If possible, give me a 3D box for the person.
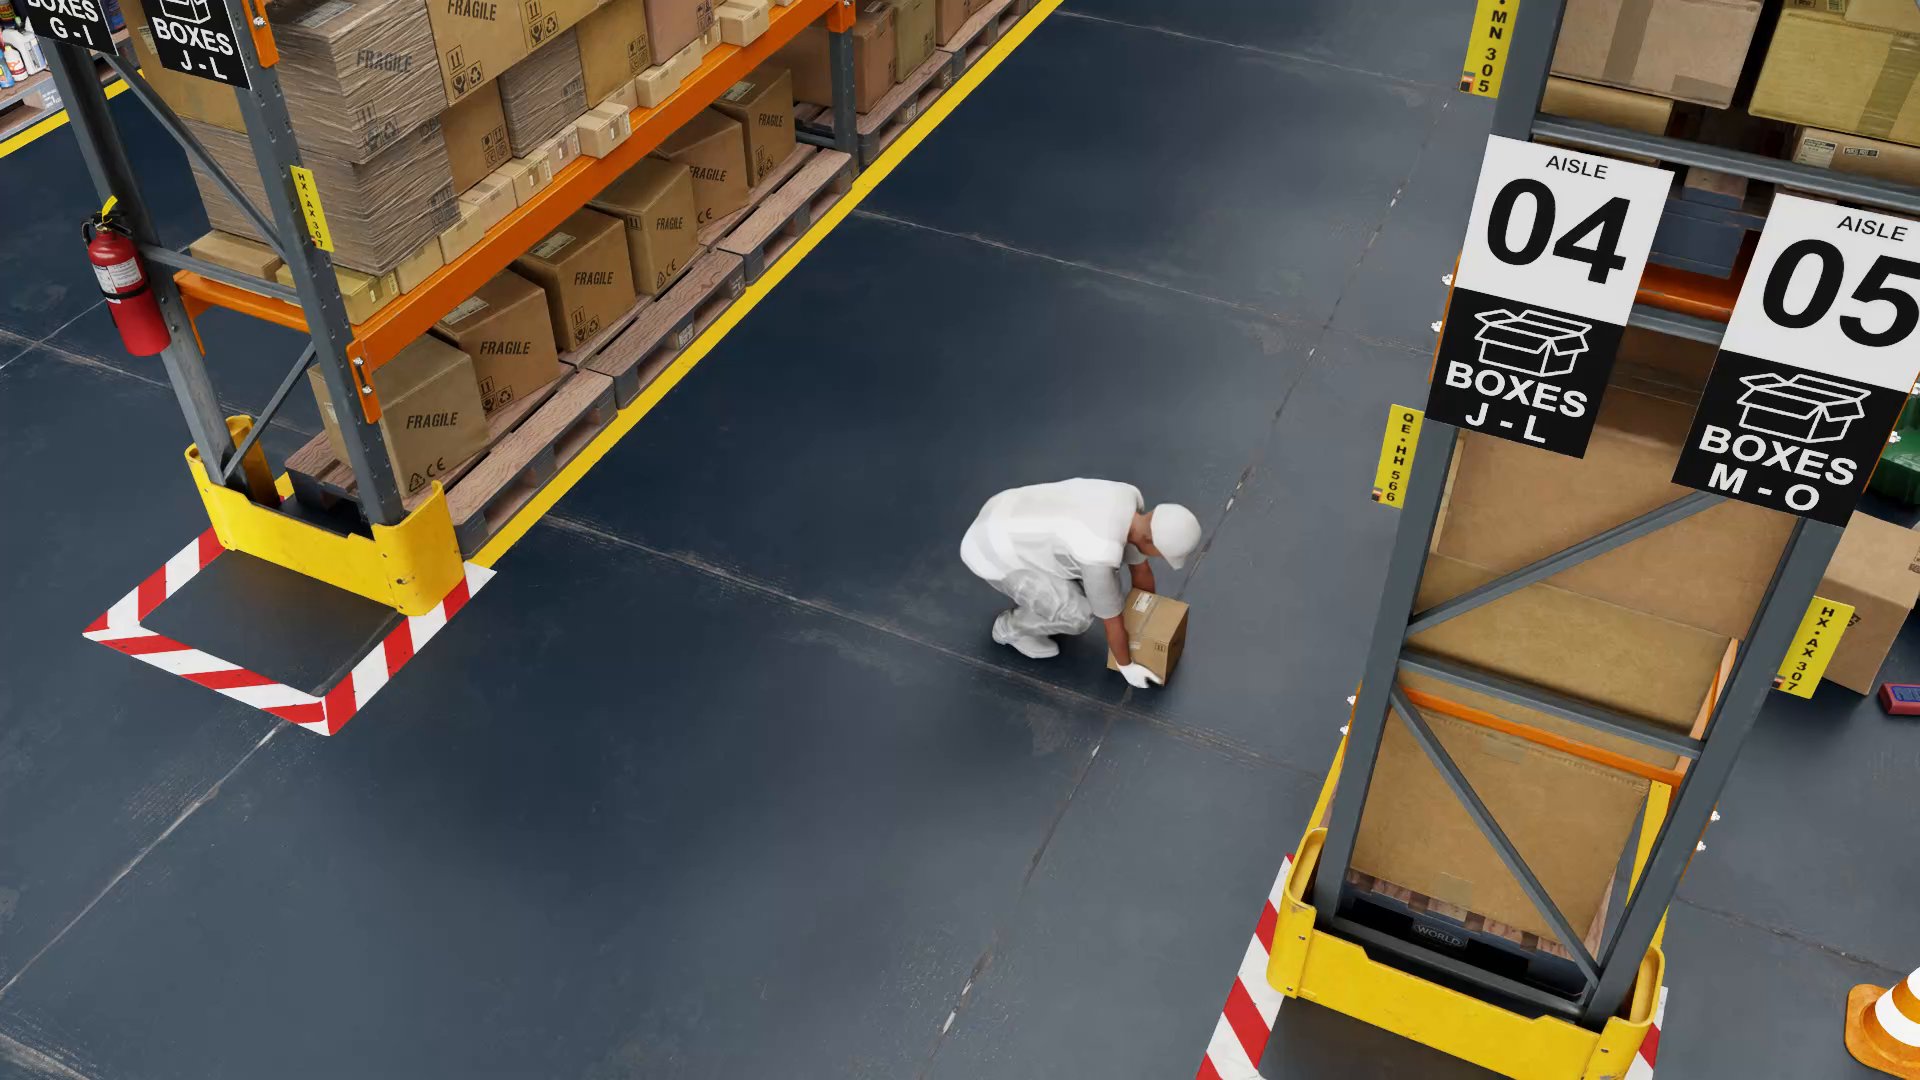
[{"bbox_3d":[0.490,0.127,6.819,0.949,0.873,0.568,17,44,18],"label":"person"}]
